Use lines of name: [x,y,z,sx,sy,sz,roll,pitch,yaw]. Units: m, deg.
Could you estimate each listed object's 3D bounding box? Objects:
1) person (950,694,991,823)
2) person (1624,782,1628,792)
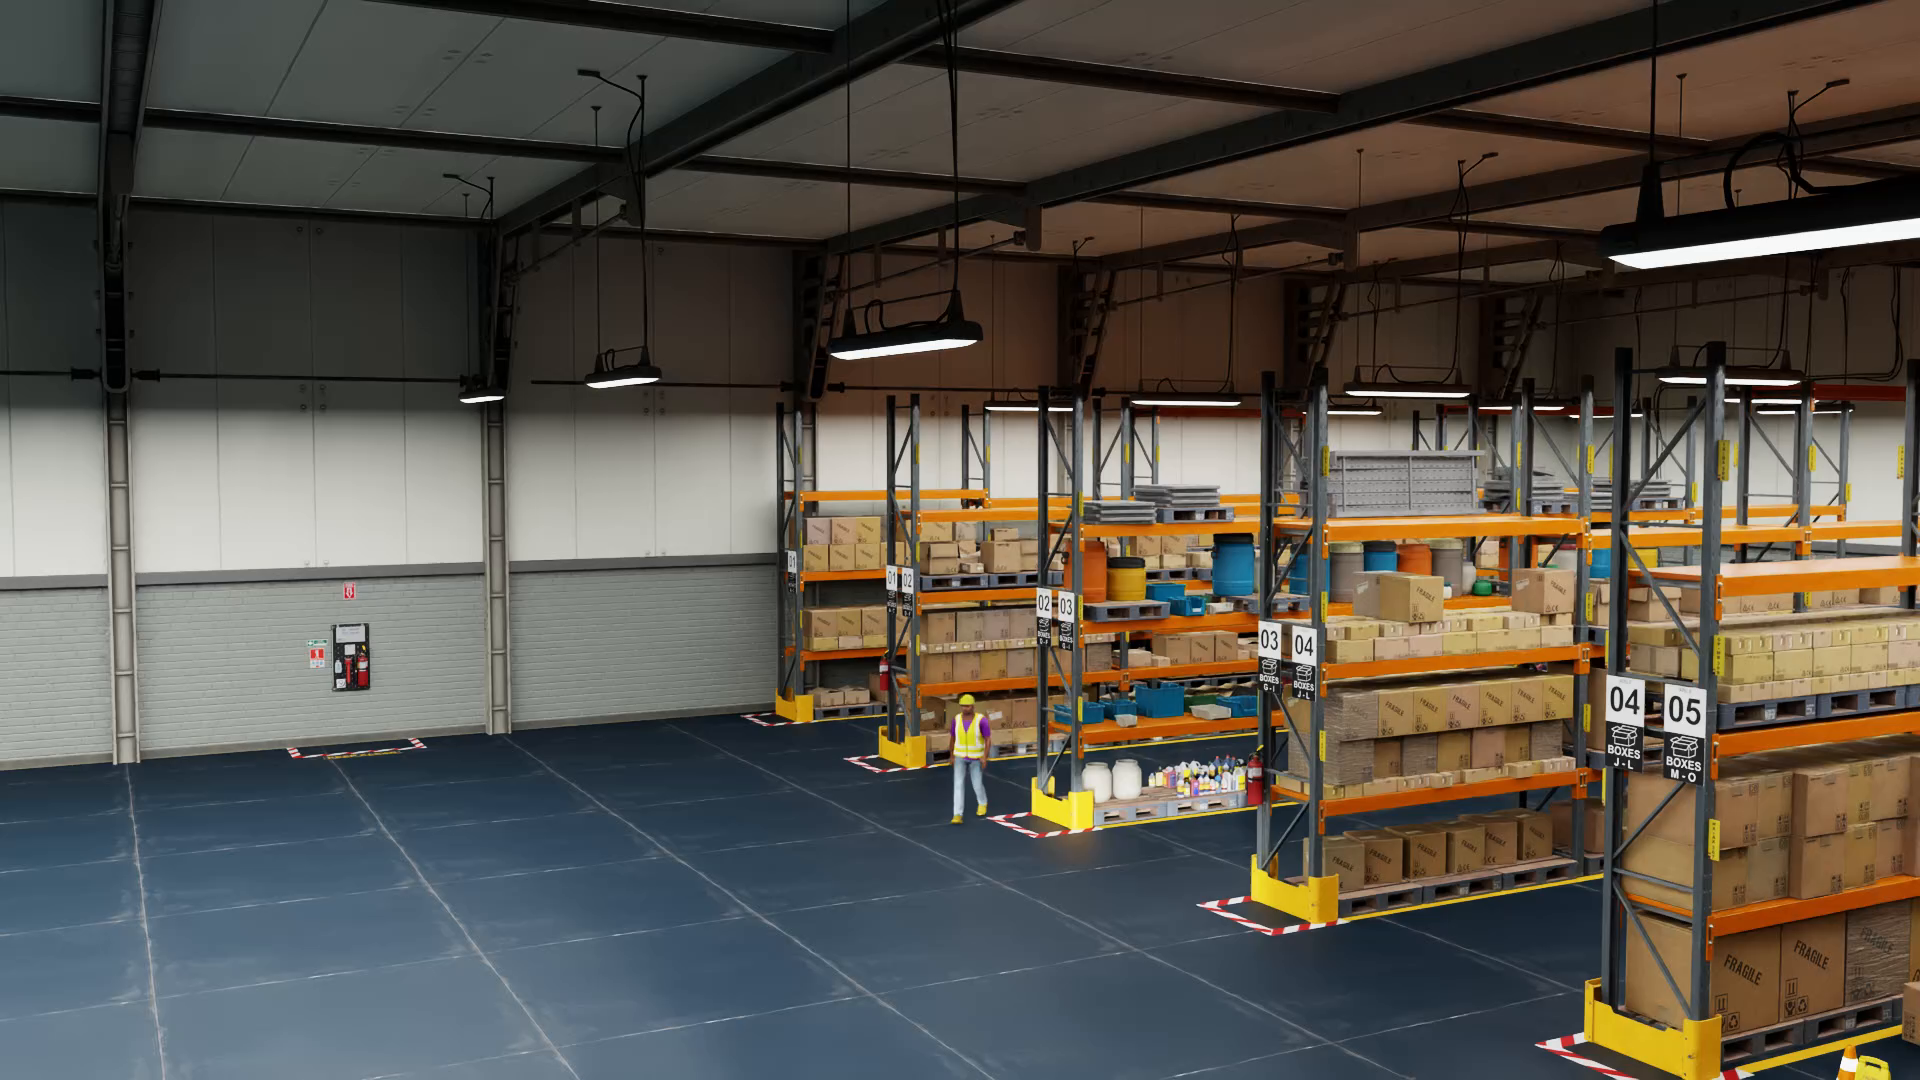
person: [0.134,2.996,22.972,0.609,1.750,0.869,1,3,12]
person: [10.016,2.954,24.420,1.060,1.603,0.541,-1,4,-25]
